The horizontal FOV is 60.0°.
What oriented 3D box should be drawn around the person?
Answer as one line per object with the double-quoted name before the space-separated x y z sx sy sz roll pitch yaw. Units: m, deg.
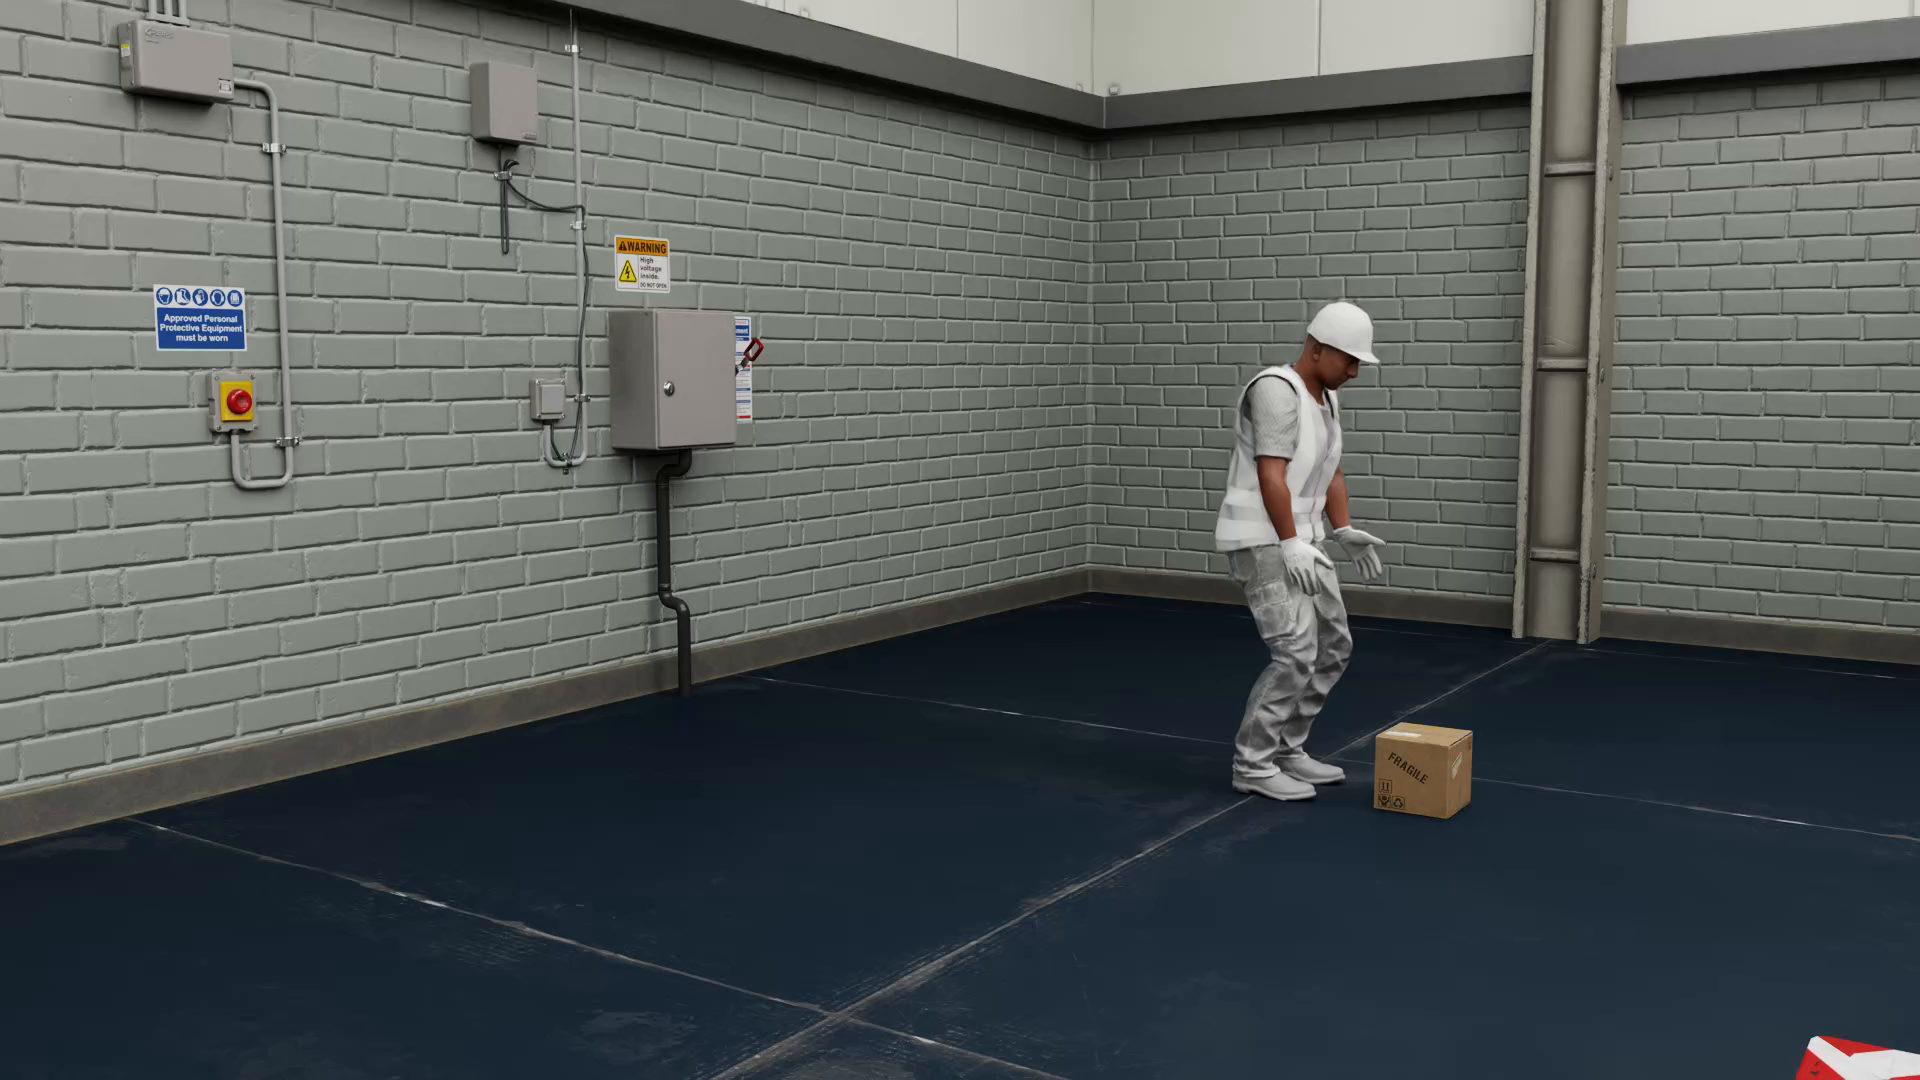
"person" 1.184 0.028 5.800 0.517 1.695 0.584 4 8 35
